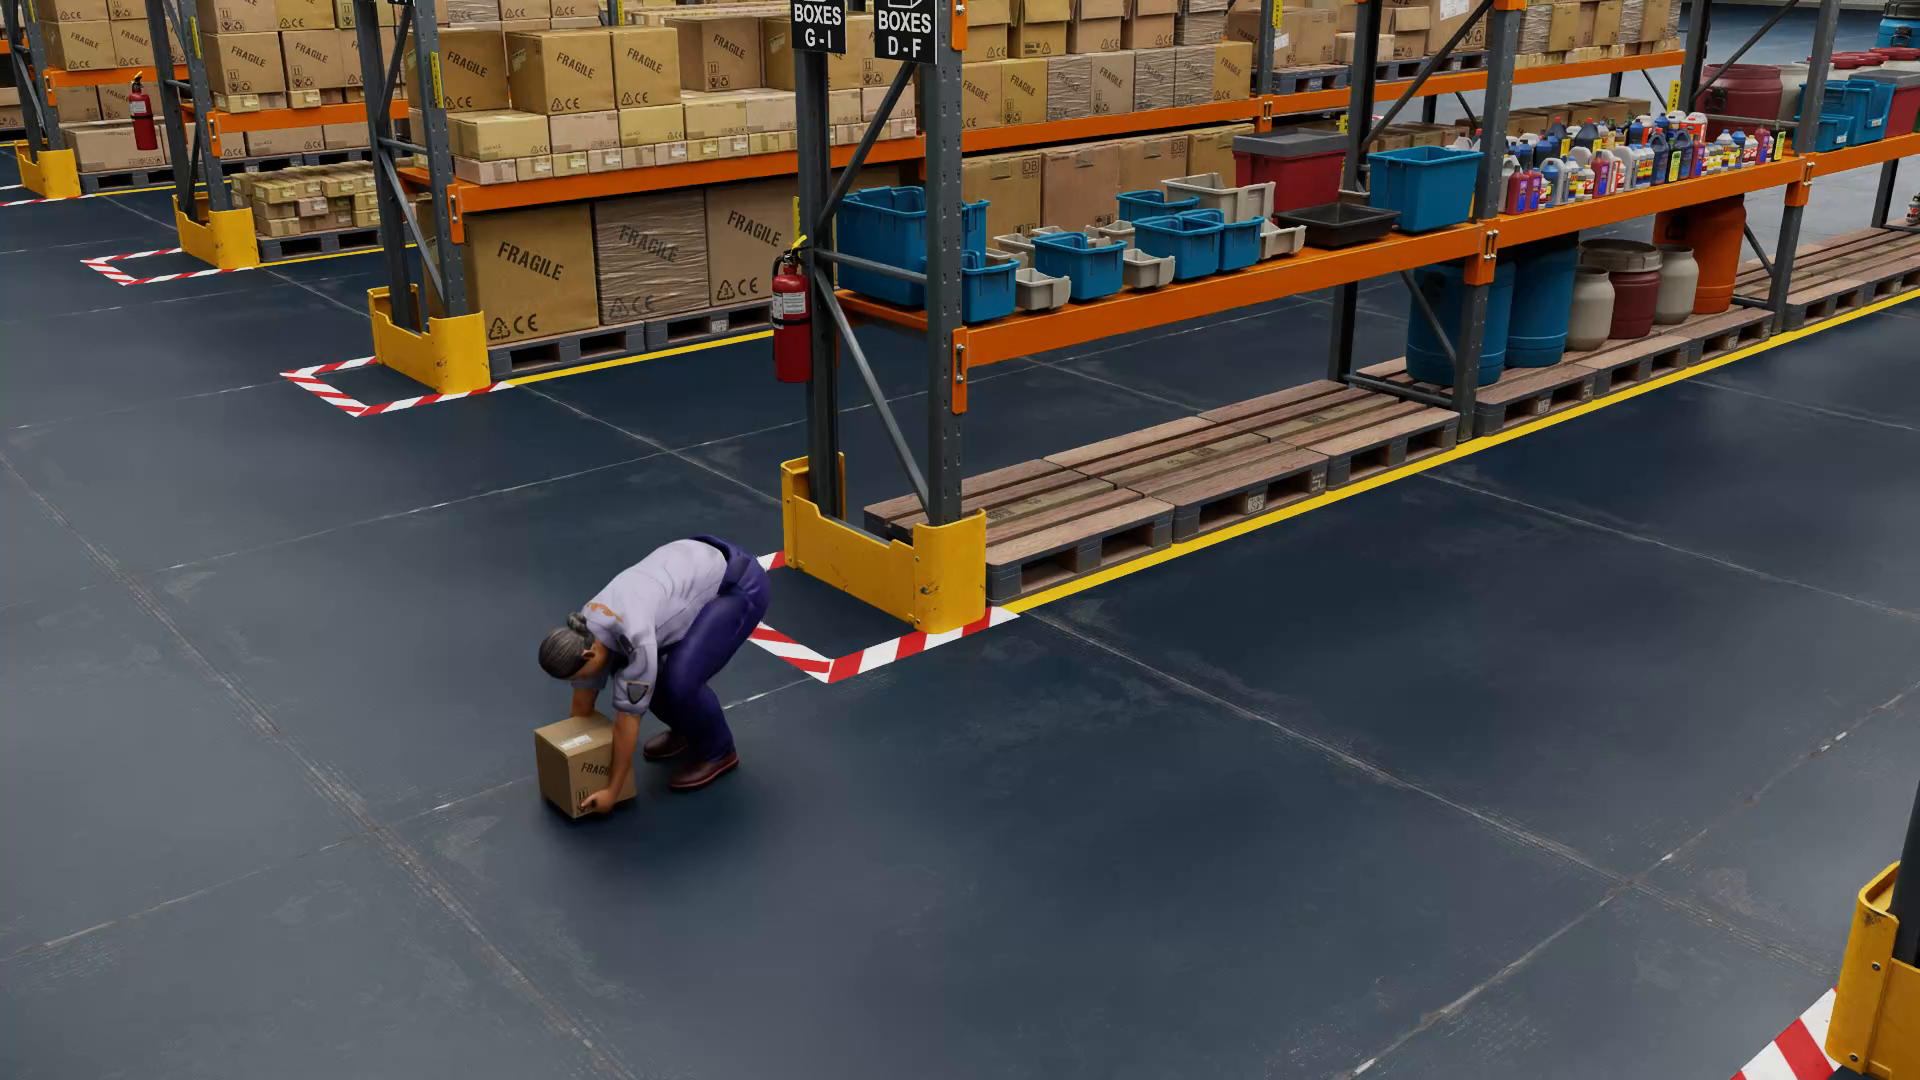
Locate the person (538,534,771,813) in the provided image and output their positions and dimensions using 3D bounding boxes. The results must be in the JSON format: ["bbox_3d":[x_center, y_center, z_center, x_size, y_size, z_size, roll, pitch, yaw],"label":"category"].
[{"bbox_3d":[-1.098,0.468,5.996,0.898,0.854,0.506,-19,28,-40],"label":"person"}]
